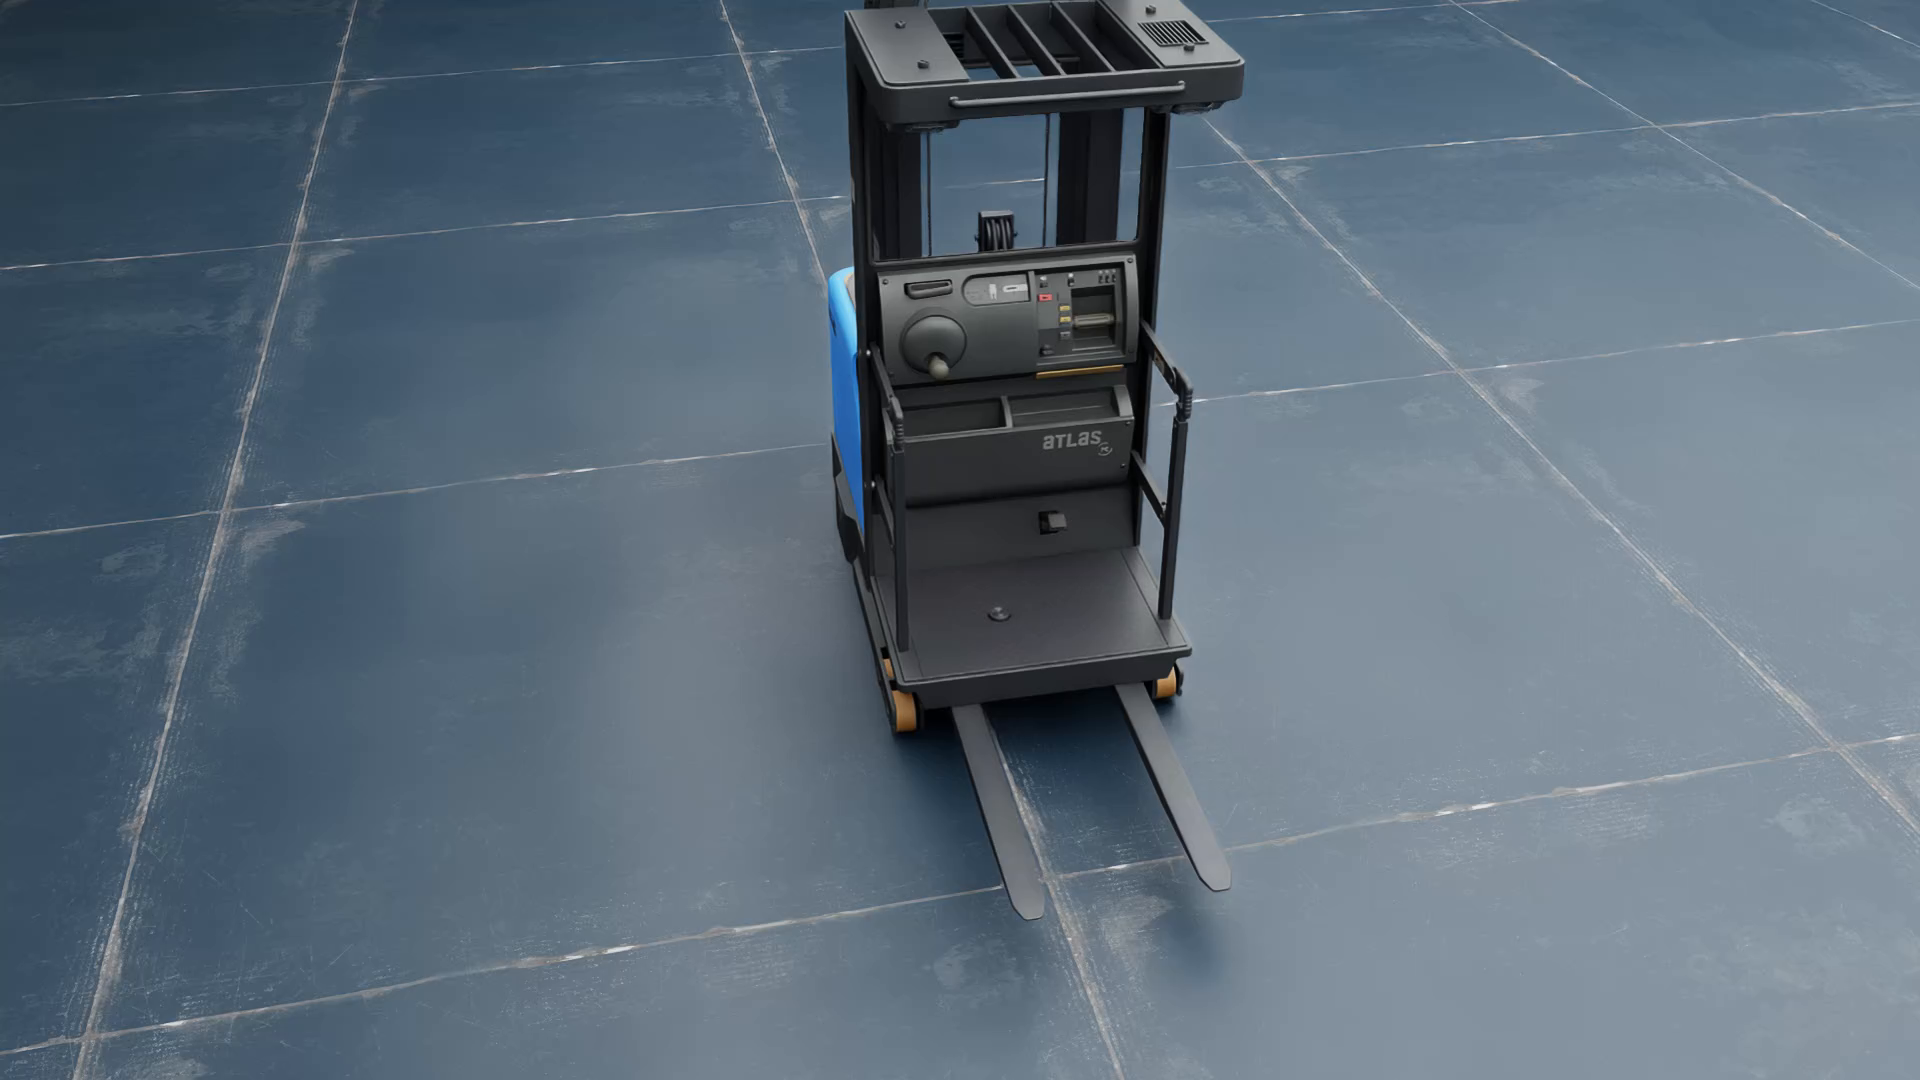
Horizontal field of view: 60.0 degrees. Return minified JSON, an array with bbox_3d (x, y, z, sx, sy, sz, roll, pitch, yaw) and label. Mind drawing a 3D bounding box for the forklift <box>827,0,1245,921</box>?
[{"bbox_3d":[0.222,-0.728,5.704,1.130,2.935,3.031,-6,34,-10],"label":"forklift"}]
